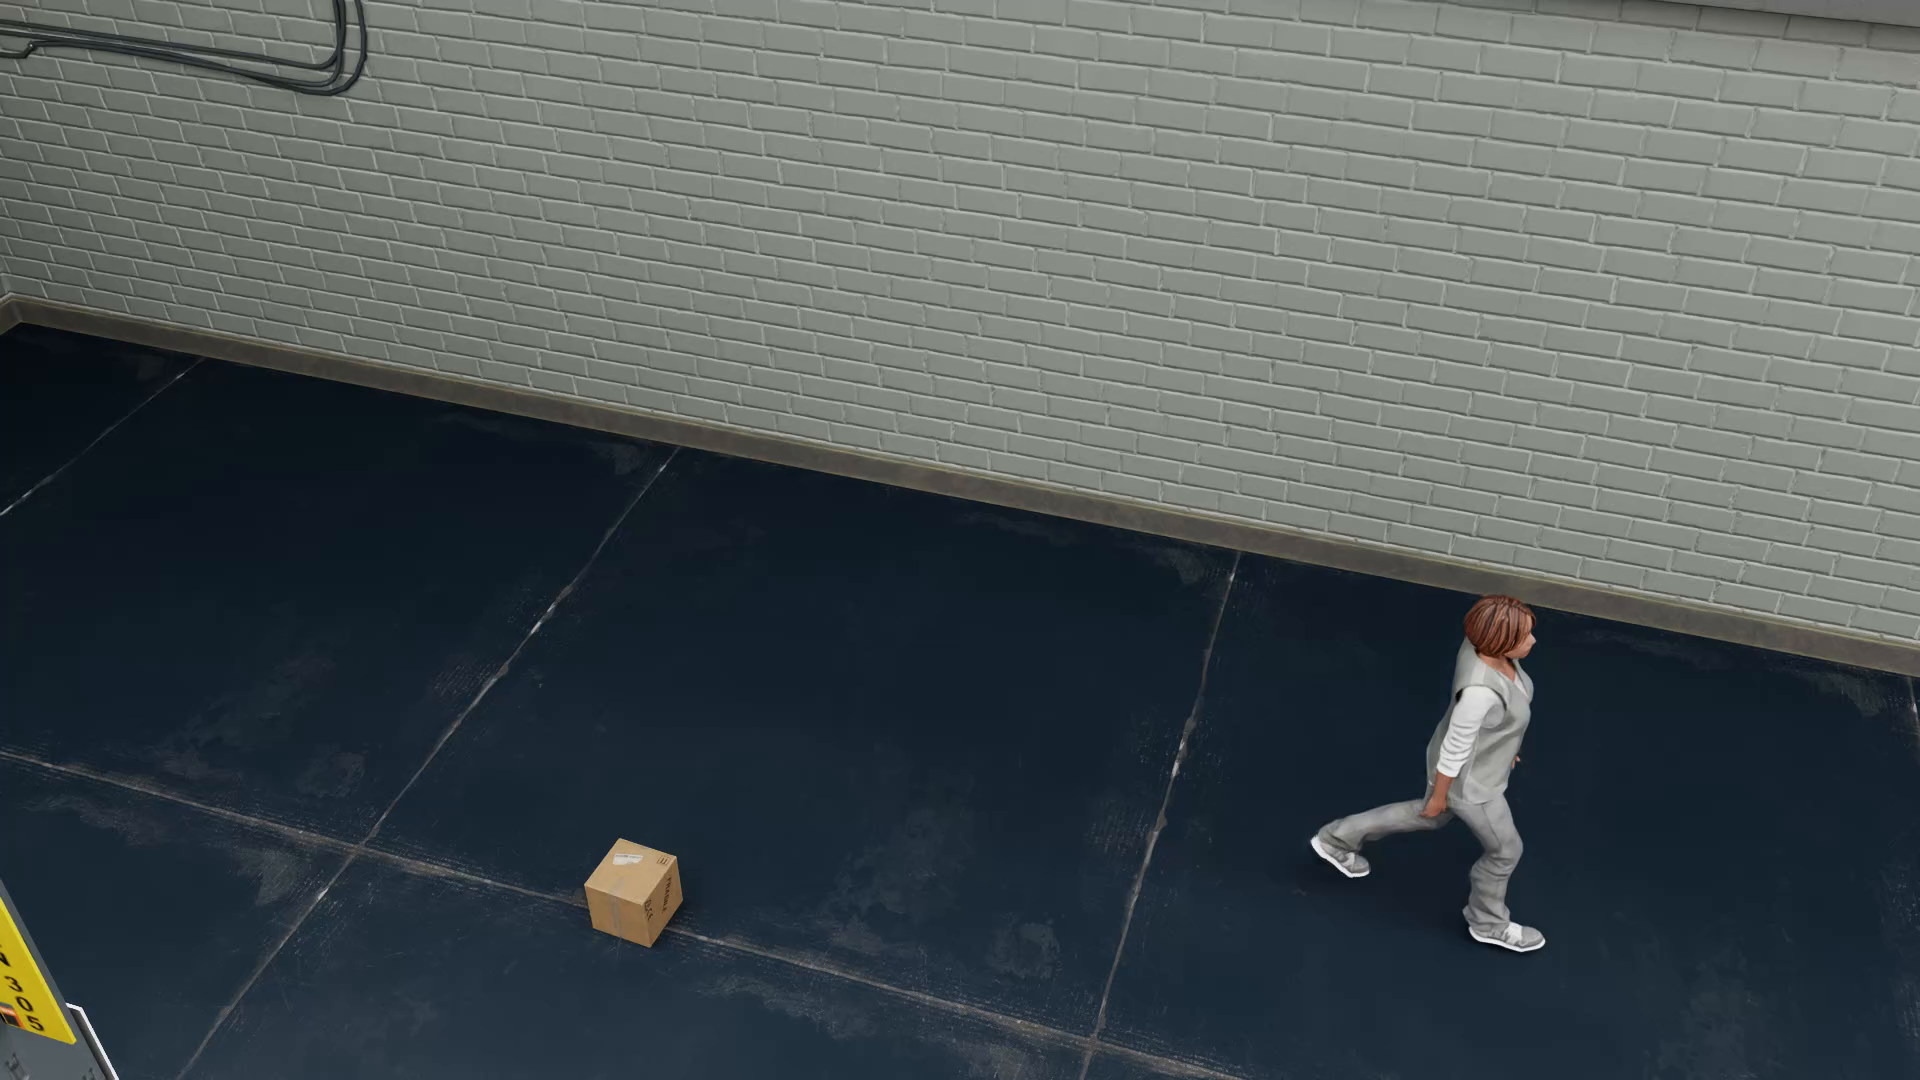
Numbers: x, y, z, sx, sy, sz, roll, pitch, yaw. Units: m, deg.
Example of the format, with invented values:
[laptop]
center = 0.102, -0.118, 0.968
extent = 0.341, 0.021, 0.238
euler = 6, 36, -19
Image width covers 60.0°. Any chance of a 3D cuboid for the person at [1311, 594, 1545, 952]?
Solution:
[person]
center = 1.754, 0.791, 5.852
extent = 0.892, 1.552, 0.408
euler = 9, 38, 12
